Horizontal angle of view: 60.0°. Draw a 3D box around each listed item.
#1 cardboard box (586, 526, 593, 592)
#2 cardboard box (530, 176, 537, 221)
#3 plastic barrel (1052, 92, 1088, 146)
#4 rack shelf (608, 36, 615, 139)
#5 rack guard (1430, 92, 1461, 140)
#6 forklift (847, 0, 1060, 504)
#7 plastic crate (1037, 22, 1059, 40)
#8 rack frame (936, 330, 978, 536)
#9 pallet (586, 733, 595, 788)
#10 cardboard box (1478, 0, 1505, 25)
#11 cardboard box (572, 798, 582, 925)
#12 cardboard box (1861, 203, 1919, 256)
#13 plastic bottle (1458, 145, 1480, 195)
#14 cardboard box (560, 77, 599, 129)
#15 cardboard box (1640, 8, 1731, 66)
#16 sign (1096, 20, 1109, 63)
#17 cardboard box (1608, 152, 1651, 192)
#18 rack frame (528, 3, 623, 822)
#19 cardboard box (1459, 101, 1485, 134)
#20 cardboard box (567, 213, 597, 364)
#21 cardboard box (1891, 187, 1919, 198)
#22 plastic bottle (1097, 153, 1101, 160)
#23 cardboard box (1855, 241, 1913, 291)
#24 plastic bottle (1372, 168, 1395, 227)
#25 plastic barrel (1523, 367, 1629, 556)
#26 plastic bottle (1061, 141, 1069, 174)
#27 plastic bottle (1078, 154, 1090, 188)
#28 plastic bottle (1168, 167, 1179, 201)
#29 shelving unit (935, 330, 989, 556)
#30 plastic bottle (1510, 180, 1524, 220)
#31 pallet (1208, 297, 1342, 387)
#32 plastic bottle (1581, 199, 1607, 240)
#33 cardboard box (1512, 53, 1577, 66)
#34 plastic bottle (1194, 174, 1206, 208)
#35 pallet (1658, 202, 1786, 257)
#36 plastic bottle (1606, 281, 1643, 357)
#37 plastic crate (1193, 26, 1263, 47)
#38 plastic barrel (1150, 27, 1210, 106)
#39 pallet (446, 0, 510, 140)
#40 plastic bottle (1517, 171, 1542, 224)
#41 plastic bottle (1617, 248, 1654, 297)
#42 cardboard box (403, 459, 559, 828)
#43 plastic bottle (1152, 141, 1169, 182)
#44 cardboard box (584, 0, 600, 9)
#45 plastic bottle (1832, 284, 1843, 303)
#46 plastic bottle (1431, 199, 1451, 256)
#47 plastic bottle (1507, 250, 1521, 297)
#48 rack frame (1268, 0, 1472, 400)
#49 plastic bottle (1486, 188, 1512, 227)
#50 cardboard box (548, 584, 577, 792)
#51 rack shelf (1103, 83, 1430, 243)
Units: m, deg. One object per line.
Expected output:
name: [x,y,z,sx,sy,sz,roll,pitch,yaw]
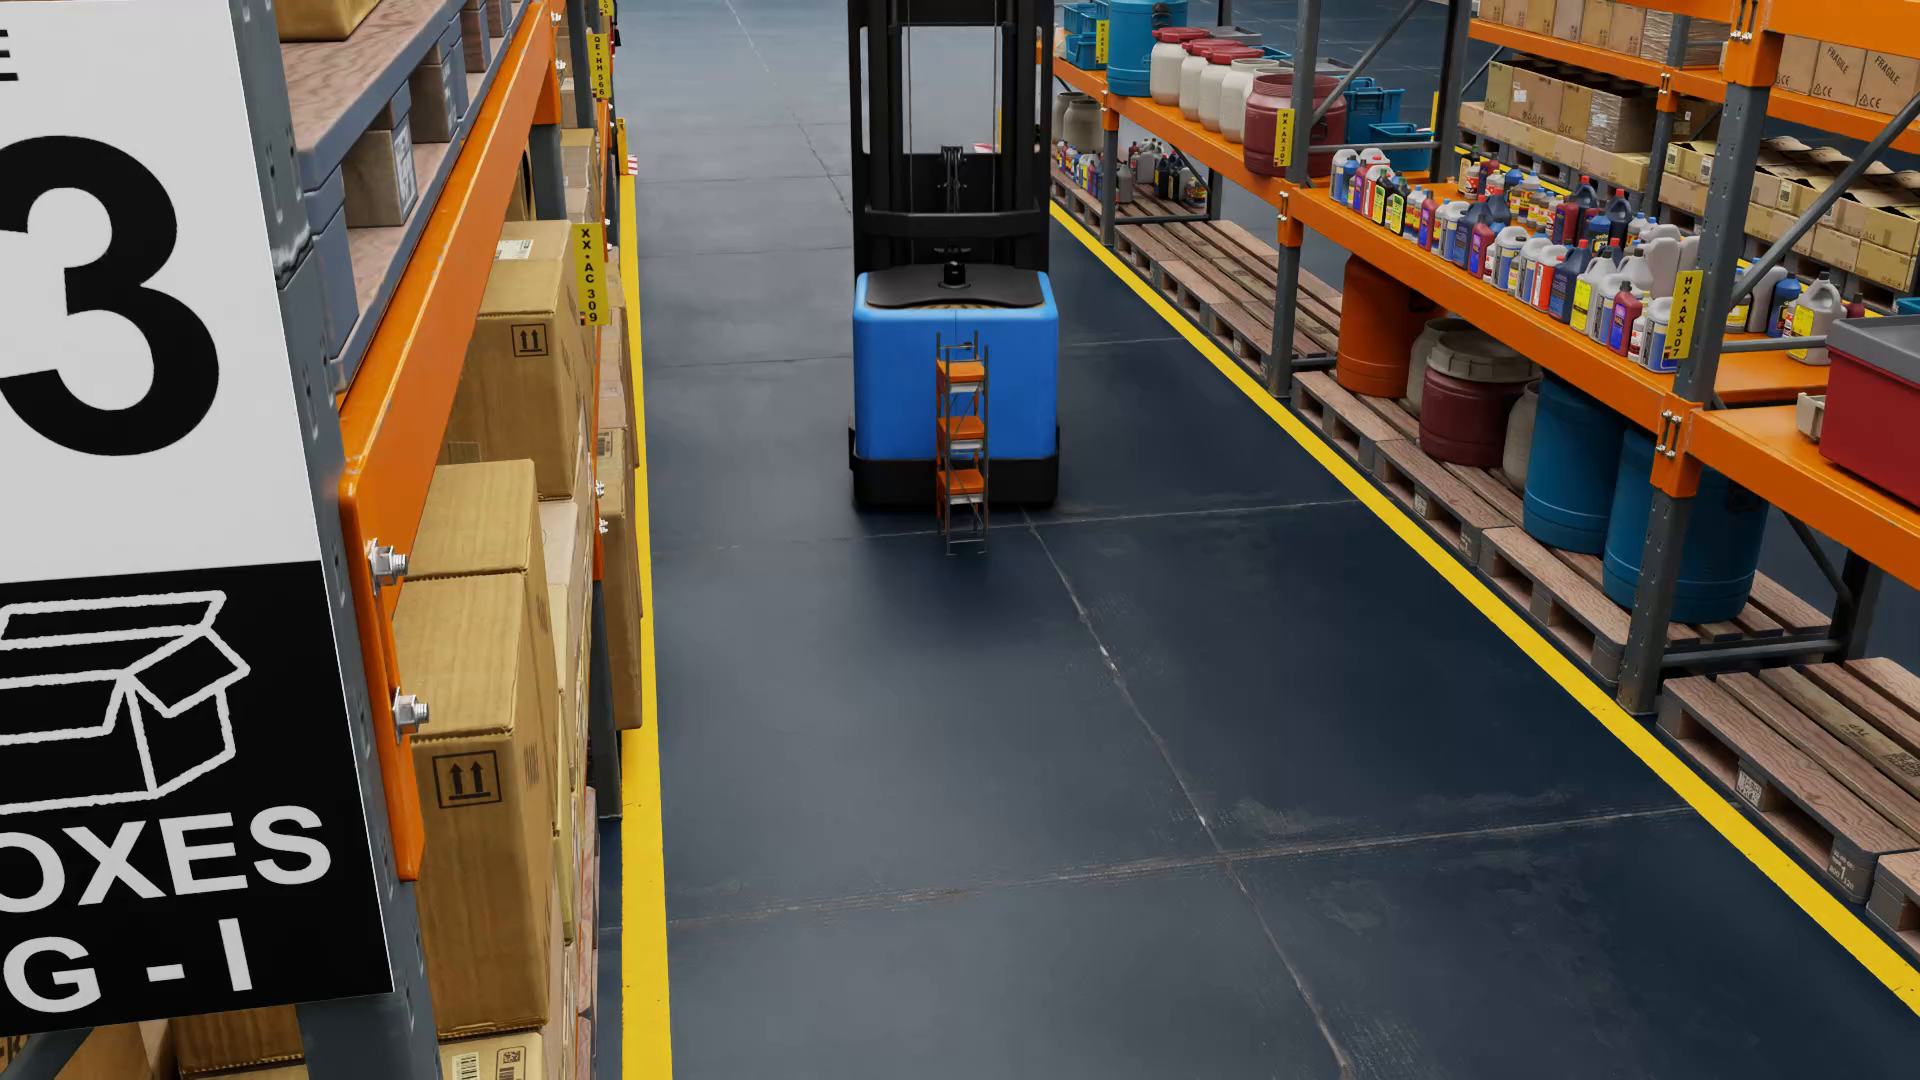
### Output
cardboard box: [-1.238,0.053,4.694,0.380,0.149,0.250,-5,24,-11]
cardboard box: [-1.953,-1.387,6.299,0.797,0.503,0.637,-4,24,-9]
plastic barrel: [1.134,-4.246,16.807,0.421,0.512,0.421,0,24,0]
rack shelf: [-3.560,-3.964,14.476,1.077,0.370,4.000,-4,24,-10]
rack guard: [5.802,-4.676,18.331,1.175,0.500,0.348,-4,24,-10]
forklift: [-0.054,-2.072,9.331,1.130,2.935,3.031,-1,24,-1]
plastic crate: [0.787,-4.950,16.165,0.298,0.136,0.250,-4,24,-10]
rack frame: [-0.013,-0.508,8.102,0.200,1.050,0.008,-4,24,-10]
pallet: [-1.928,0.620,6.567,1.003,0.211,1.213,-4,24,-10]
cardboard box: [5.880,-5.673,17.366,0.700,0.500,0.500,-4,24,-10]
cardboard box: [-0.953,0.659,3.307,0.380,0.149,0.250,-5,24,-10]
cardboard box: [6.844,-2.246,11.855,0.500,0.311,0.500,-5,24,-11]
plastic bottle: [2.911,-2.119,9.499,0.061,0.283,0.133,-4,24,-10]
cardboard box: [-2.535,-2.733,10.423,0.500,0.250,0.500,-5,24,-11]
cardboard box: [6.458,-4.458,14.585,0.700,0.500,0.500,-5,24,-11]
sign: [1.135,-3.964,13.232,0.100,0.325,0.005,-4,24,-10]
cardboard box: [6.245,-3.337,15.053,0.500,0.250,0.500,-4,24,-10]
rack frame: [-1.711,-0.360,5.326,1.000,3.000,0.127,-4,24,-10]
cardboard box: [5.687,-4.517,17.755,0.500,0.250,0.500,-4,24,-10]
cardboard box: [-1.736,-1.000,6.666,0.500,0.500,0.500,-5,24,-11]
cardboard box: [7.280,-2.489,12.411,0.500,0.311,0.500,-5,24,-11]
plastic bottle: [1.258,-3.337,14.987,0.061,0.283,0.133,-4,24,-10]
cardboard box: [6.850,-1.989,11.966,0.500,0.250,0.500,-5,24,-10]
plastic bottle: [2.245,-1.814,8.802,0.061,0.283,0.133,-4,24,-10]
plastic barrel: [2.942,-0.451,7.632,0.600,0.901,0.708,-4,24,-10]
plastic bottle: [0.991,-3.577,15.536,0.061,0.283,0.133,-4,24,-9]
plastic bottle: [1.154,-3.325,14.969,0.152,0.276,0.135,-4,24,-9]
plastic bottle: [1.858,-3.105,14.455,0.061,0.283,0.133,-4,24,-10]
shelving unit: [0.010,-0.460,7.992,0.215,1.050,0.252,-4,24,-10]
plastic bottle: [3.011,-1.829,8.938,0.097,0.201,0.097,0,24,0]
pallet: [2.312,-1.330,11.030,1.003,0.211,1.213,-4,24,-10]
plastic bottle: [3.121,-1.540,8.173,0.061,0.283,0.133,-4,24,-10]
cardboard box: [6.198,-4.899,17.693,0.500,0.500,0.500,-4,24,-10]
plastic bottle: [2.049,-2.982,14.190,0.097,0.271,0.097,0,24,0]
pallet: [6.720,-2.674,14.108,1.003,0.211,1.213,-4,24,-10]
plastic bottle: [2.678,-0.892,6.690,0.061,0.283,0.133,-4,24,-10]
plastic crate: [2.068,-3.735,12.973,0.402,0.464,0.583,-4,24,-10]
plastic barrel: [1.639,-3.543,12.444,0.433,0.535,0.433,0,24,0]
pallet: [-1.348,-0.892,2.909,1.003,0.211,1.213,-4,24,-10]
plastic bottle: [3.029,-1.823,8.836,0.097,0.271,0.097,0,24,0]
plastic bottle: [2.807,-1.052,6.972,0.144,0.351,0.185,-4,24,-10]
cardboard box: [-0.989,0.193,2.938,0.500,0.500,0.500,-5,24,-11]
plastic bottle: [1.822,-3.451,15.163,0.144,0.351,0.185,-4,24,-10]
cardboard box: [-3.024,-4.343,12.700,0.500,0.500,0.500,-4,24,-10]
plastic bottle: [3.483,-0.901,6.712,0.061,0.283,0.133,-4,24,-10]
plastic bottle: [2.387,-1.545,8.200,0.097,0.271,0.097,0,24,0]
plastic bottle: [2.532,-1.205,7.510,0.097,0.201,0.097,0,24,0]
rack frame: [2.417,-2.300,9.768,1.000,3.000,0.127,-4,24,-10]
plastic bottle: [2.586,-1.539,8.087,0.144,0.351,0.185,-4,24,-10]
cardboard box: [-1.088,0.330,3.562,0.500,0.250,0.500,-5,24,-11]
rack shelf: [2.047,-2.757,11.713,1.077,0.370,4.000,-4,24,-10]
